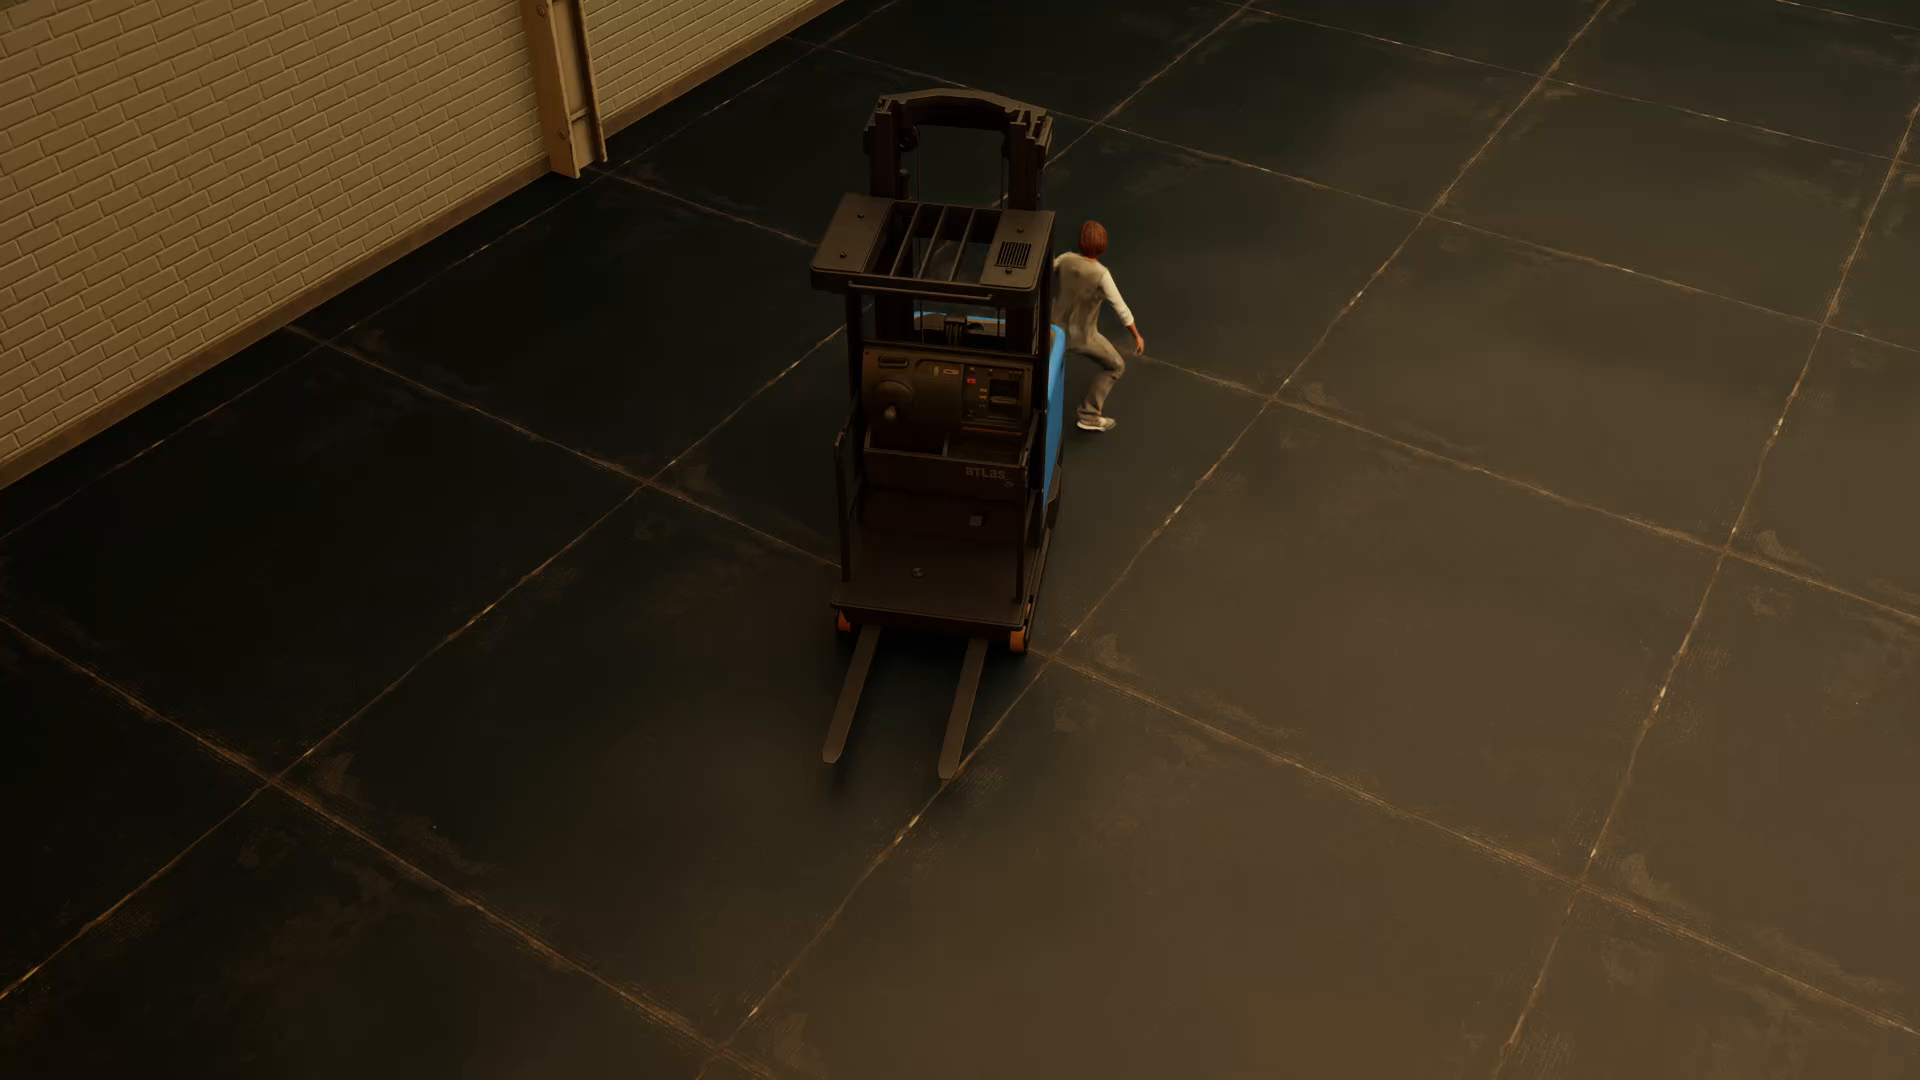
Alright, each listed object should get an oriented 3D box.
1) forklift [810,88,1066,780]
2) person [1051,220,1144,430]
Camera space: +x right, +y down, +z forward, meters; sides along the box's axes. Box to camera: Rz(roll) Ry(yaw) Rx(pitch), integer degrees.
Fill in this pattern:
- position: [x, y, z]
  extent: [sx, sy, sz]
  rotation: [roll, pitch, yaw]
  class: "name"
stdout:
- position: [-0.108, -0.731, 8.830]
  extent: [1.130, 2.935, 3.031]
  rotation: [7, 41, 8]
  class: "forklift"
- position: [0.789, -1.401, 10.765]
  extent: [0.454, 1.487, 0.803]
  rotation: [-29, 48, -29]
  class: "person"
